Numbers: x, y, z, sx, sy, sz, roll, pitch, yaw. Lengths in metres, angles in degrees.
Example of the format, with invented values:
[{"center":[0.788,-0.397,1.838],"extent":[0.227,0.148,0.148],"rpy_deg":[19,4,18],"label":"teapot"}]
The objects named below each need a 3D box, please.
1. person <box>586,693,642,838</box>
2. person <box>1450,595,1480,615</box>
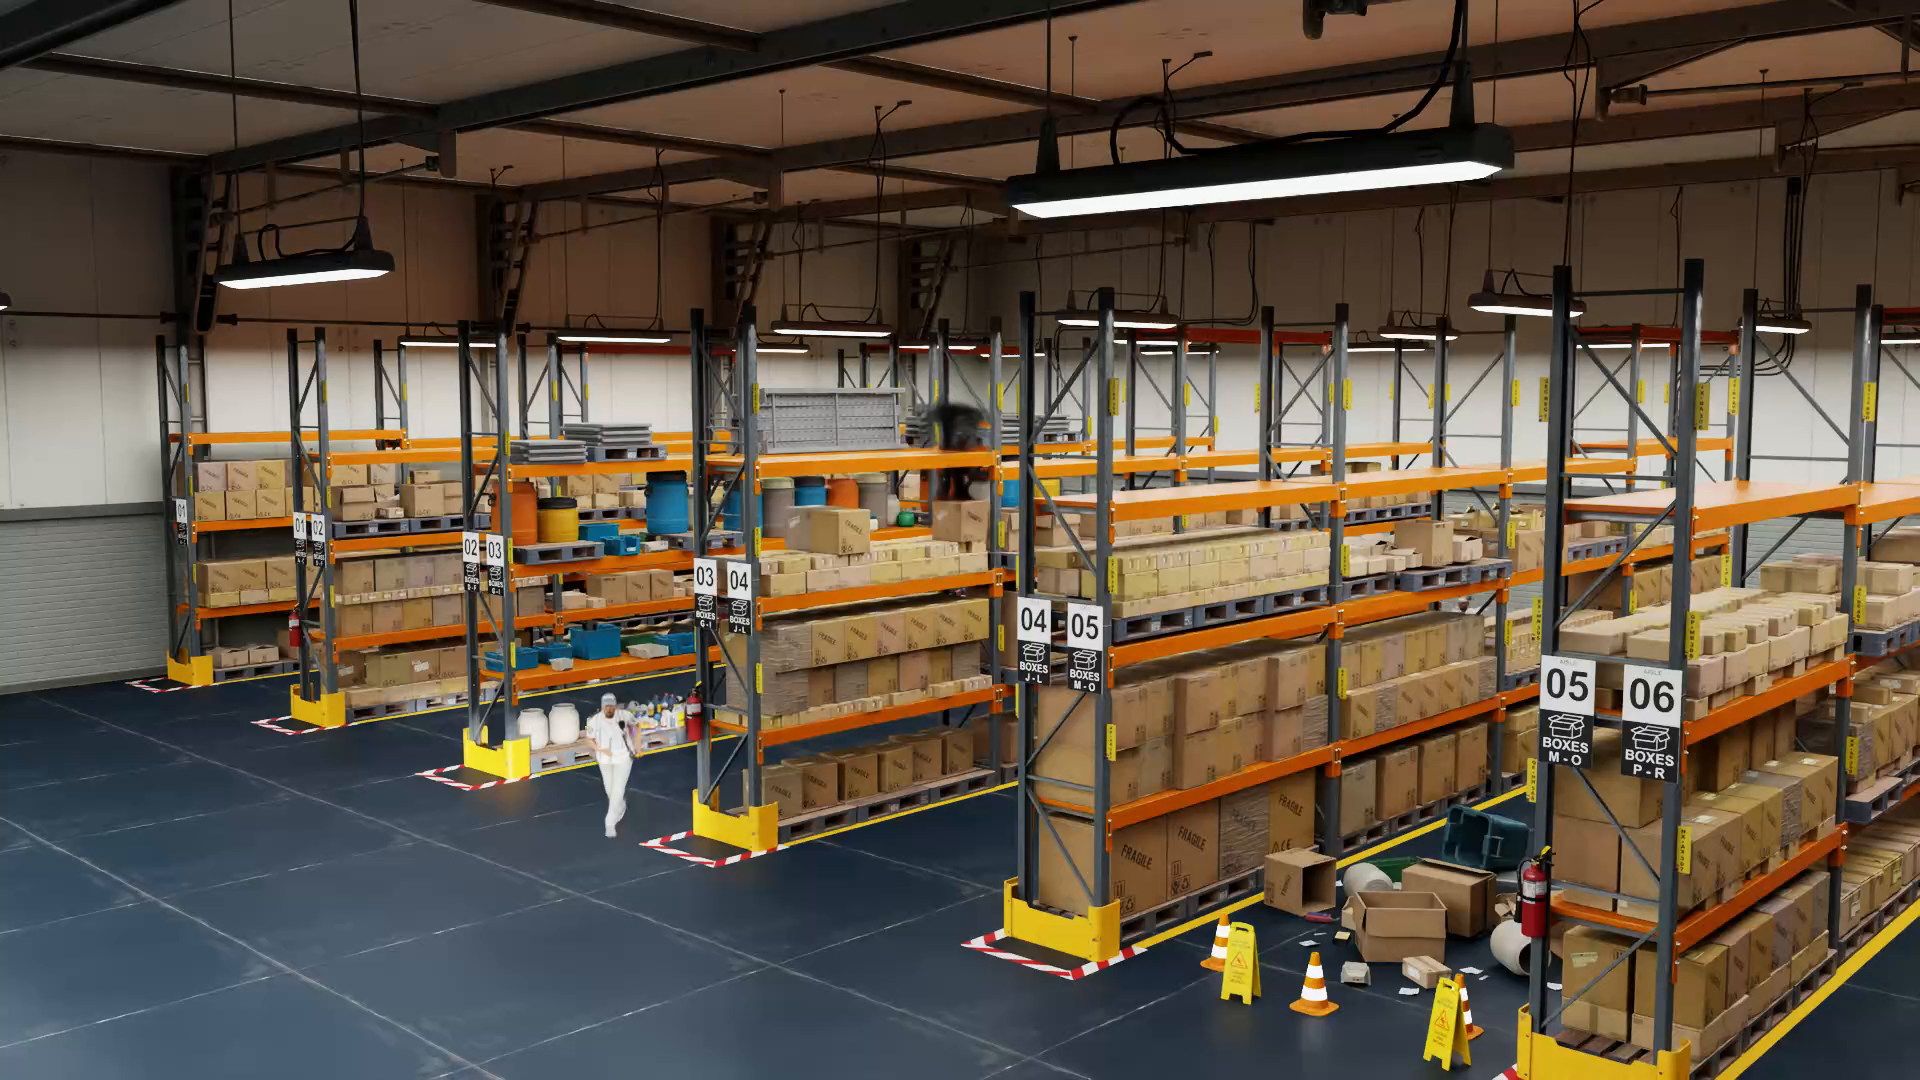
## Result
[{"center":[-3.984,2.559,19.254],"extent":[0.586,1.675,0.799],"rpy_deg":[0,5,5],"label":"person"},{"center":[8.511,1.718,28.033],"extent":[0.582,1.684,1.061],"rpy_deg":[4,7,34],"label":"person"}]
